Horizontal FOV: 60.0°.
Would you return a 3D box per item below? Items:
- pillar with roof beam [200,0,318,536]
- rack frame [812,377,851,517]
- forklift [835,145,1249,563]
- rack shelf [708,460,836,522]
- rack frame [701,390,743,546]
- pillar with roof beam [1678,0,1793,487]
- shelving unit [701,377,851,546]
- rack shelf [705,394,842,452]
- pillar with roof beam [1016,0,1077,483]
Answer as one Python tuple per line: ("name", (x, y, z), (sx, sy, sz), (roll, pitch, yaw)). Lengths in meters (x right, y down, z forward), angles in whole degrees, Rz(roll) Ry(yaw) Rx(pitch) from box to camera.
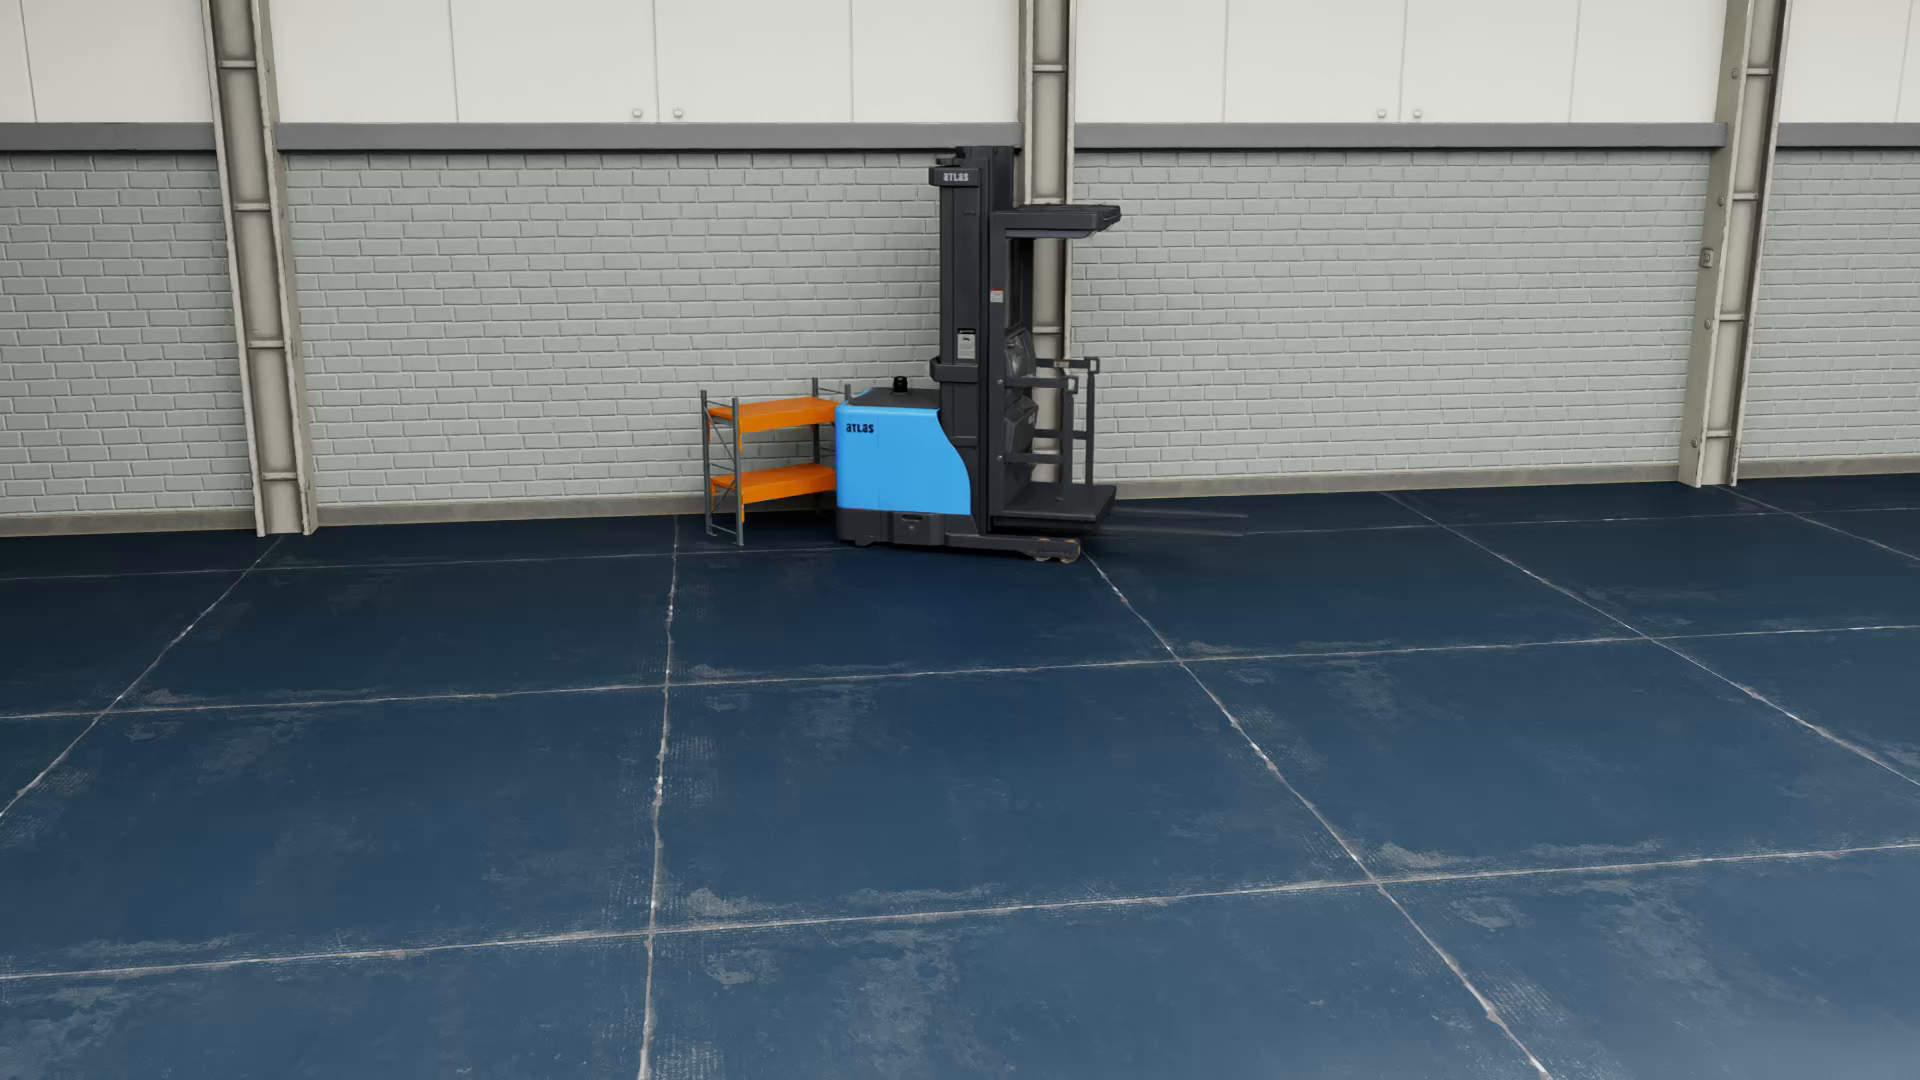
("pillar with roof beam", (-4.612, -3.401, 7.783), (0.400, 9.000, 9.100), (-2, 14, -8))
("rack frame", (-1.014, -0.705, 13.222), (0.032, 1.125, 0.500), (-11, 18, -37))
("forklift", (0.633, -1.399, 12.276), (3.031, 2.935, 1.130), (3, 14, 13))
("rack shelf", (-1.410, -0.391, 12.973), (1.000, 0.278, 0.538), (-11, 18, -37))
("rack frame", (-1.806, -0.550, 12.604), (0.032, 1.125, 0.500), (-11, 18, -37))
("pillar with roof beam", (7.254, -3.836, 9.517), (0.400, 9.000, 9.100), (-2, 14, -8))
("shelving unit", (-1.410, -0.628, 12.913), (1.048, 1.125, 0.538), (-11, 18, -37))
("rack shelf", (-1.410, -0.912, 12.842), (1.000, 0.278, 0.538), (-11, 18, -37))
("pillar with roof beam", (1.321, -3.618, 8.650), (0.400, 9.000, 9.100), (-2, 14, -8))
